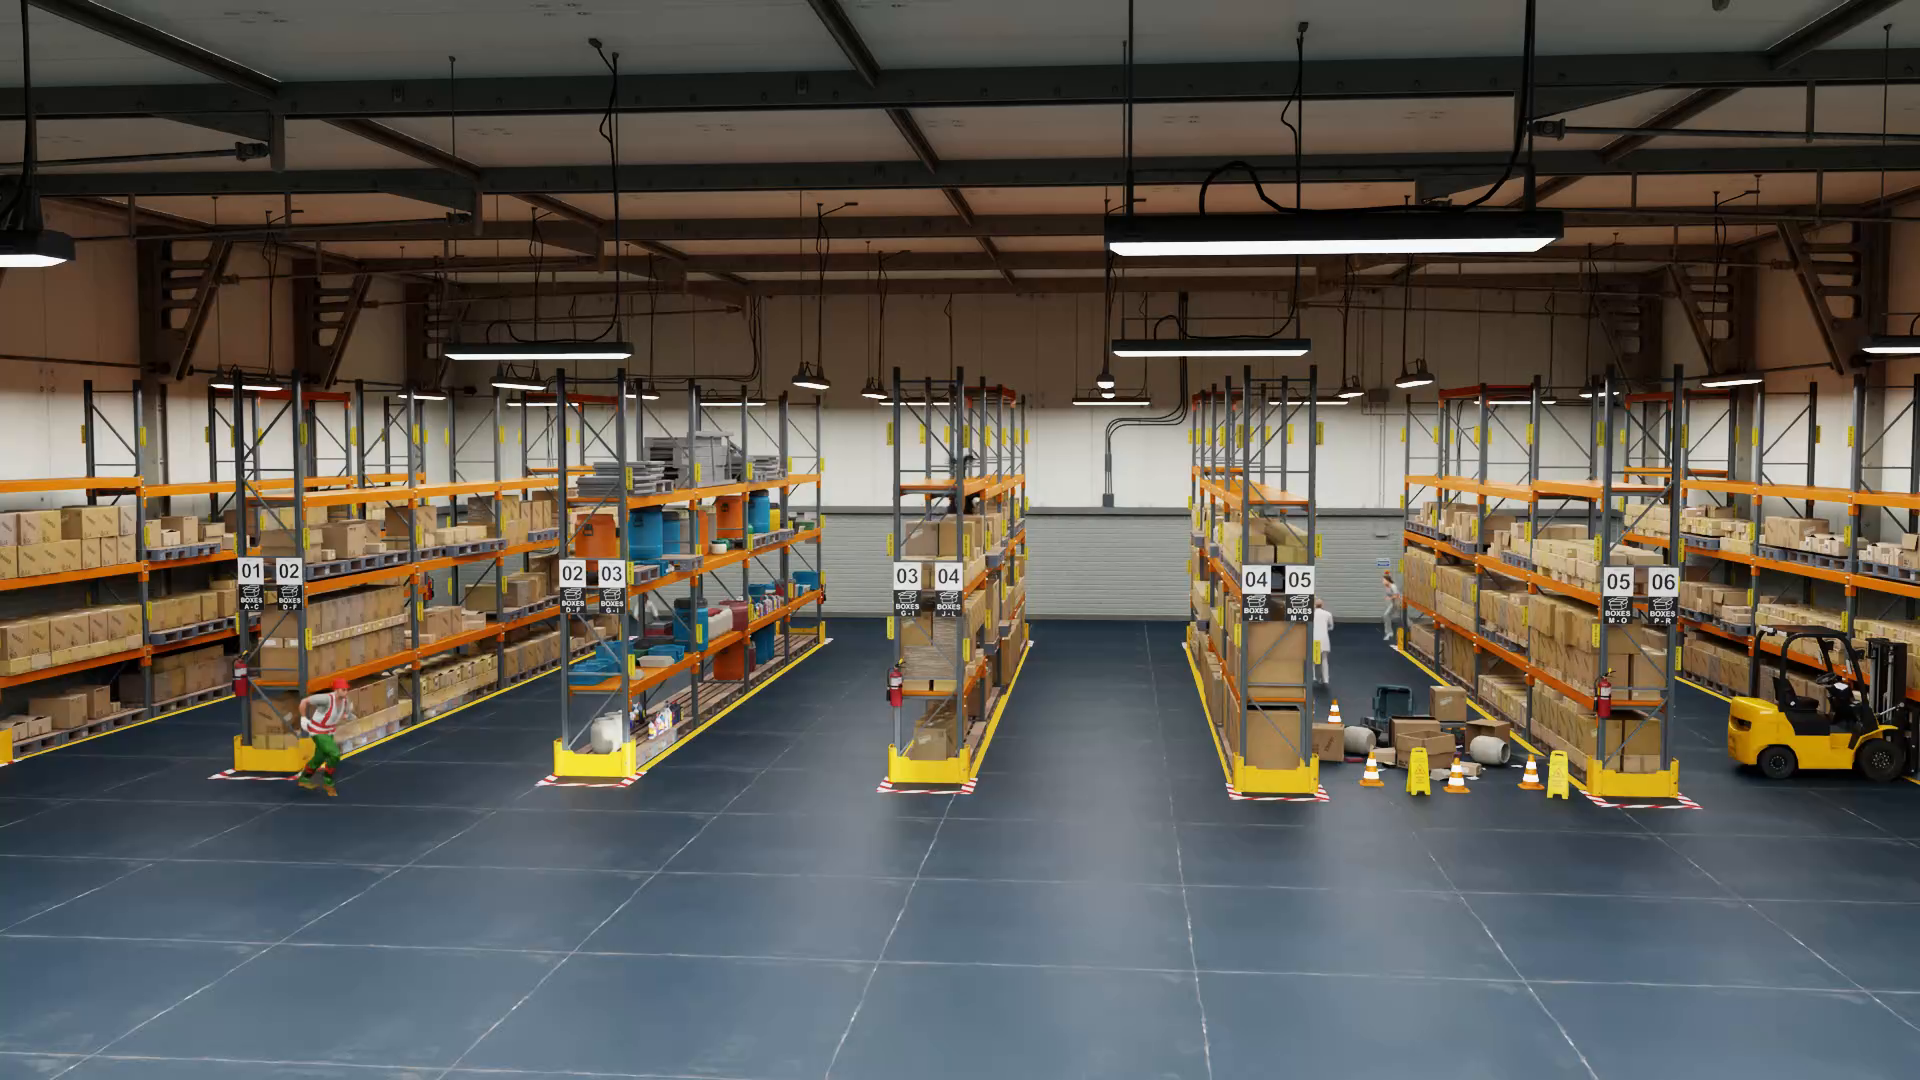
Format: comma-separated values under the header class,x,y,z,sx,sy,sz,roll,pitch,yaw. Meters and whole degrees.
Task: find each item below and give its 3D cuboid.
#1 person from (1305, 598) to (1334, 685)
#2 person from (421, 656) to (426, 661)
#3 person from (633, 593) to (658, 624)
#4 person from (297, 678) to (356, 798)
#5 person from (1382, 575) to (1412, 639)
class,x,y,z,sx,sy,sz,roll,pitch,yaw
person,7.189,2.064,33.368,0.701,1.757,1.061,0,4,0
person,-10.992,2.211,33.679,0.558,1.455,1.087,-1,4,-11
person,-7.088,1.921,37.563,0.579,1.501,0.733,0,4,-7
person,-8.879,2.754,23.139,0.996,1.702,0.715,2,4,23
person,10.887,1.679,41.173,0.957,1.624,0.607,0,4,-7
